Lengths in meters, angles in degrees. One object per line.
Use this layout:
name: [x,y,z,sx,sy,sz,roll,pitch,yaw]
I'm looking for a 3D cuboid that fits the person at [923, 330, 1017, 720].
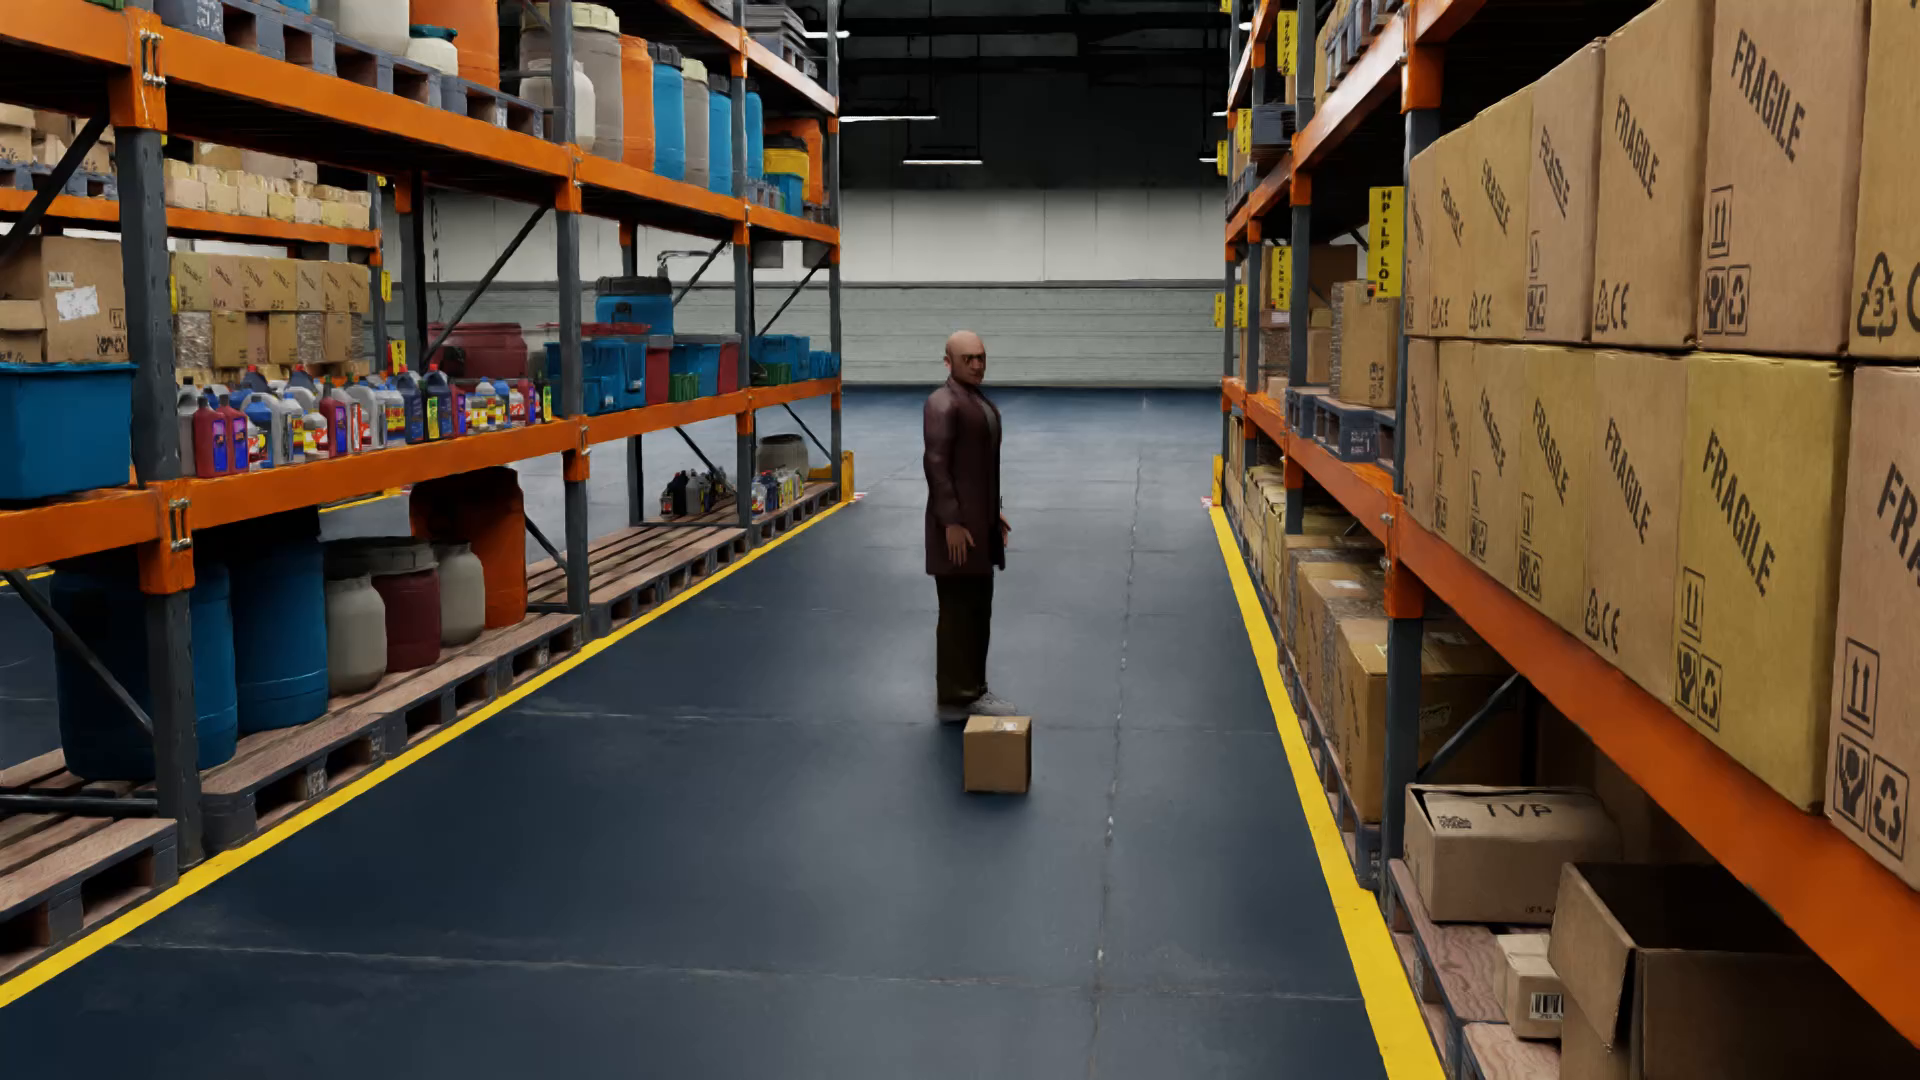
person: [0.068,-0.045,7.653,0.435,1.830,0.634,3,8,22]
